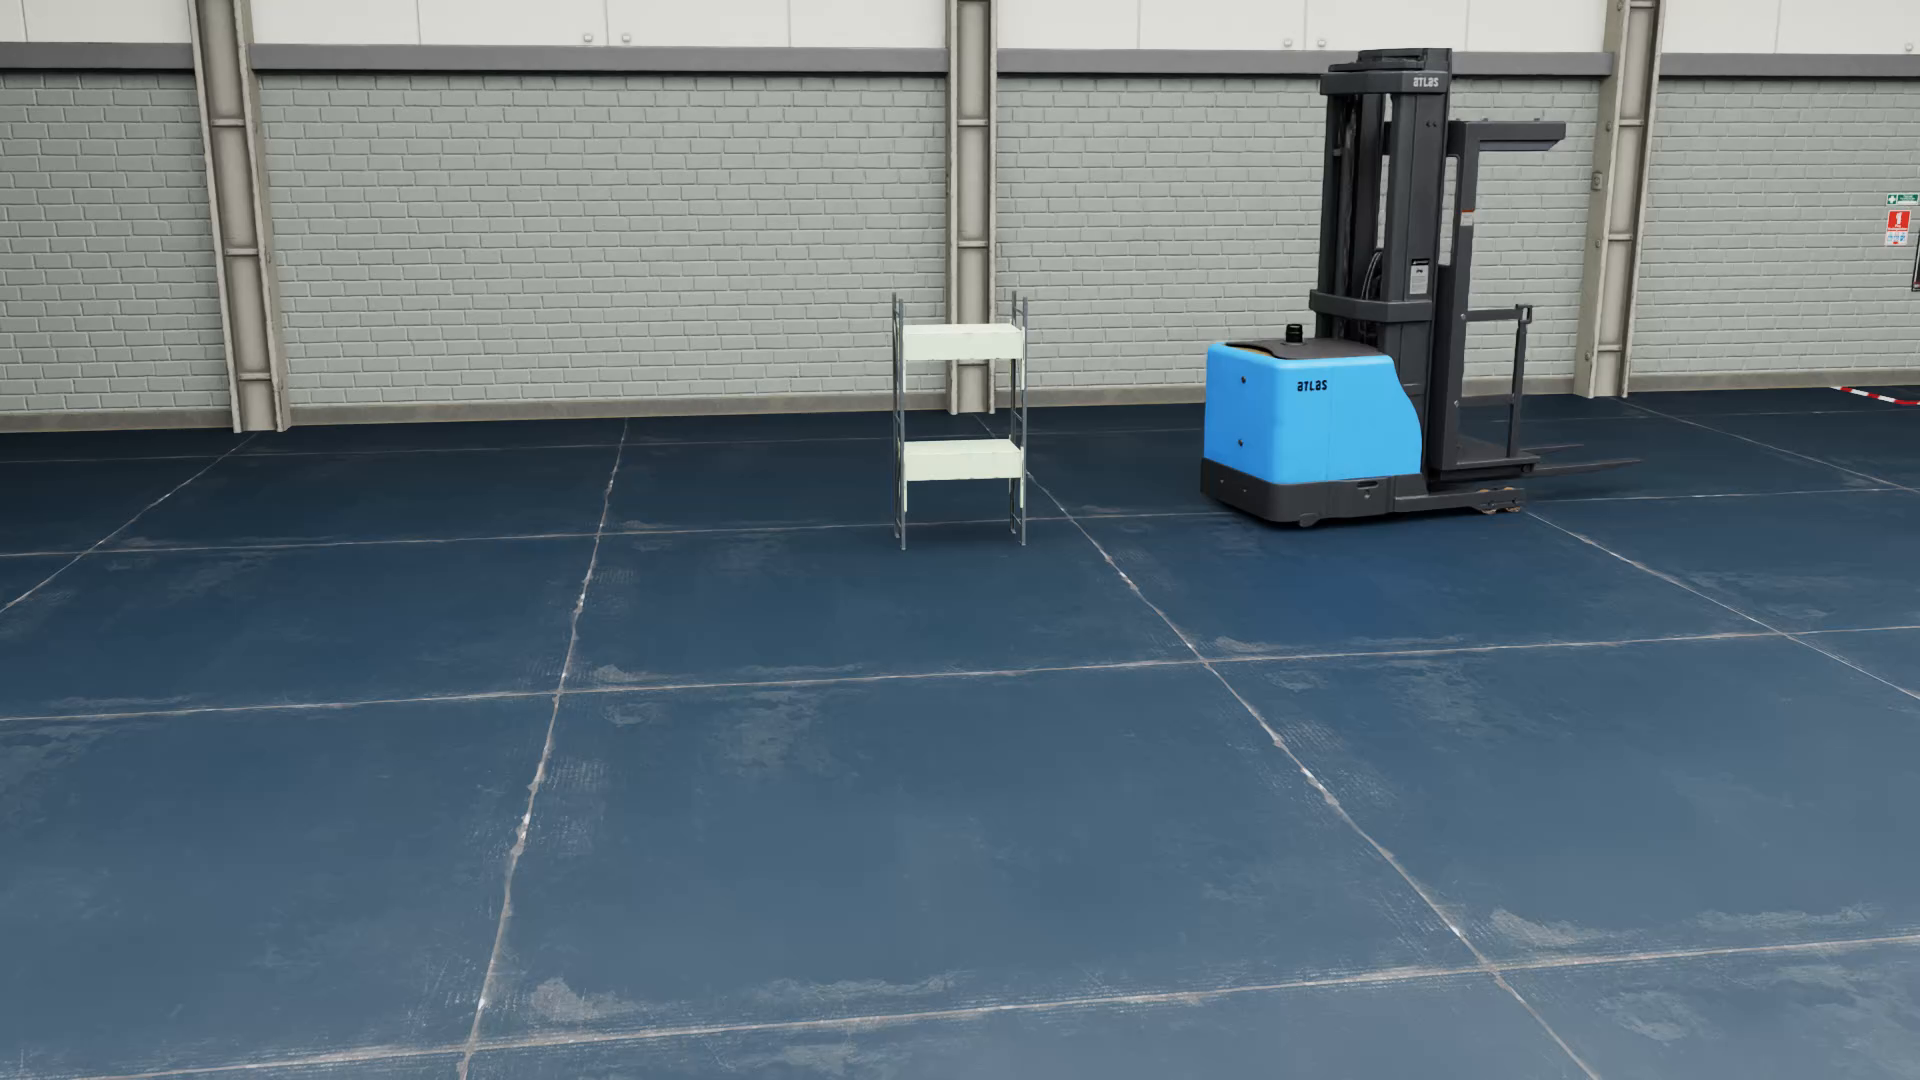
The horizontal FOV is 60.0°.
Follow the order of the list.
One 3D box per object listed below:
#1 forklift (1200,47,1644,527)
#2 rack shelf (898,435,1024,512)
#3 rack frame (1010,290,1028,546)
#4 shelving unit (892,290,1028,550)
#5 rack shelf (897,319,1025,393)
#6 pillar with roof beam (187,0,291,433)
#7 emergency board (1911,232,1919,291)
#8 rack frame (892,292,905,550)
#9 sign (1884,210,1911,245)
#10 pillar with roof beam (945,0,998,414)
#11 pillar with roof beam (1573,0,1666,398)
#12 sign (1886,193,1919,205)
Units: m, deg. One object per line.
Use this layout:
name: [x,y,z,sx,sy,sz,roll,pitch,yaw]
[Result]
forklift: [3.194,-1.703,10.987,3.031,2.935,1.130,-5,15,-20]
rack shelf: [-0.007,-0.411,10.118,0.720,0.370,0.431,-2,14,-8]
rack frame: [0.355,-0.740,10.091,0.023,1.500,0.400,-2,14,-8]
shelving unit: [-0.007,-0.727,10.038,0.755,1.500,0.431,-2,14,-8]
rack shelf: [-0.007,-1.106,9.943,0.720,0.370,0.431,-2,14,-8]
pillar with roof beam: [-5.198,-4.261,8.713,0.400,9.000,9.100,-2,14,-8]
emergency board: [9.499,-2.963,15.868,0.626,1.169,0.157,-2,14,-8]
rack frame: [-0.369,-0.714,9.986,0.023,1.500,0.400,-2,14,-8]
sign: [8.948,-2.981,15.867,0.234,0.329,0.001,-2,14,-8]
pillar with roof beam: [0.735,-4.478,9.580,0.400,9.000,9.100,-2,14,-8]
pillar with roof beam: [6.668,-4.696,10.447,0.400,9.000,9.100,-2,14,-8]
sign: [8.954,-3.236,15.795,0.331,0.109,0.001,-2,14,-8]
